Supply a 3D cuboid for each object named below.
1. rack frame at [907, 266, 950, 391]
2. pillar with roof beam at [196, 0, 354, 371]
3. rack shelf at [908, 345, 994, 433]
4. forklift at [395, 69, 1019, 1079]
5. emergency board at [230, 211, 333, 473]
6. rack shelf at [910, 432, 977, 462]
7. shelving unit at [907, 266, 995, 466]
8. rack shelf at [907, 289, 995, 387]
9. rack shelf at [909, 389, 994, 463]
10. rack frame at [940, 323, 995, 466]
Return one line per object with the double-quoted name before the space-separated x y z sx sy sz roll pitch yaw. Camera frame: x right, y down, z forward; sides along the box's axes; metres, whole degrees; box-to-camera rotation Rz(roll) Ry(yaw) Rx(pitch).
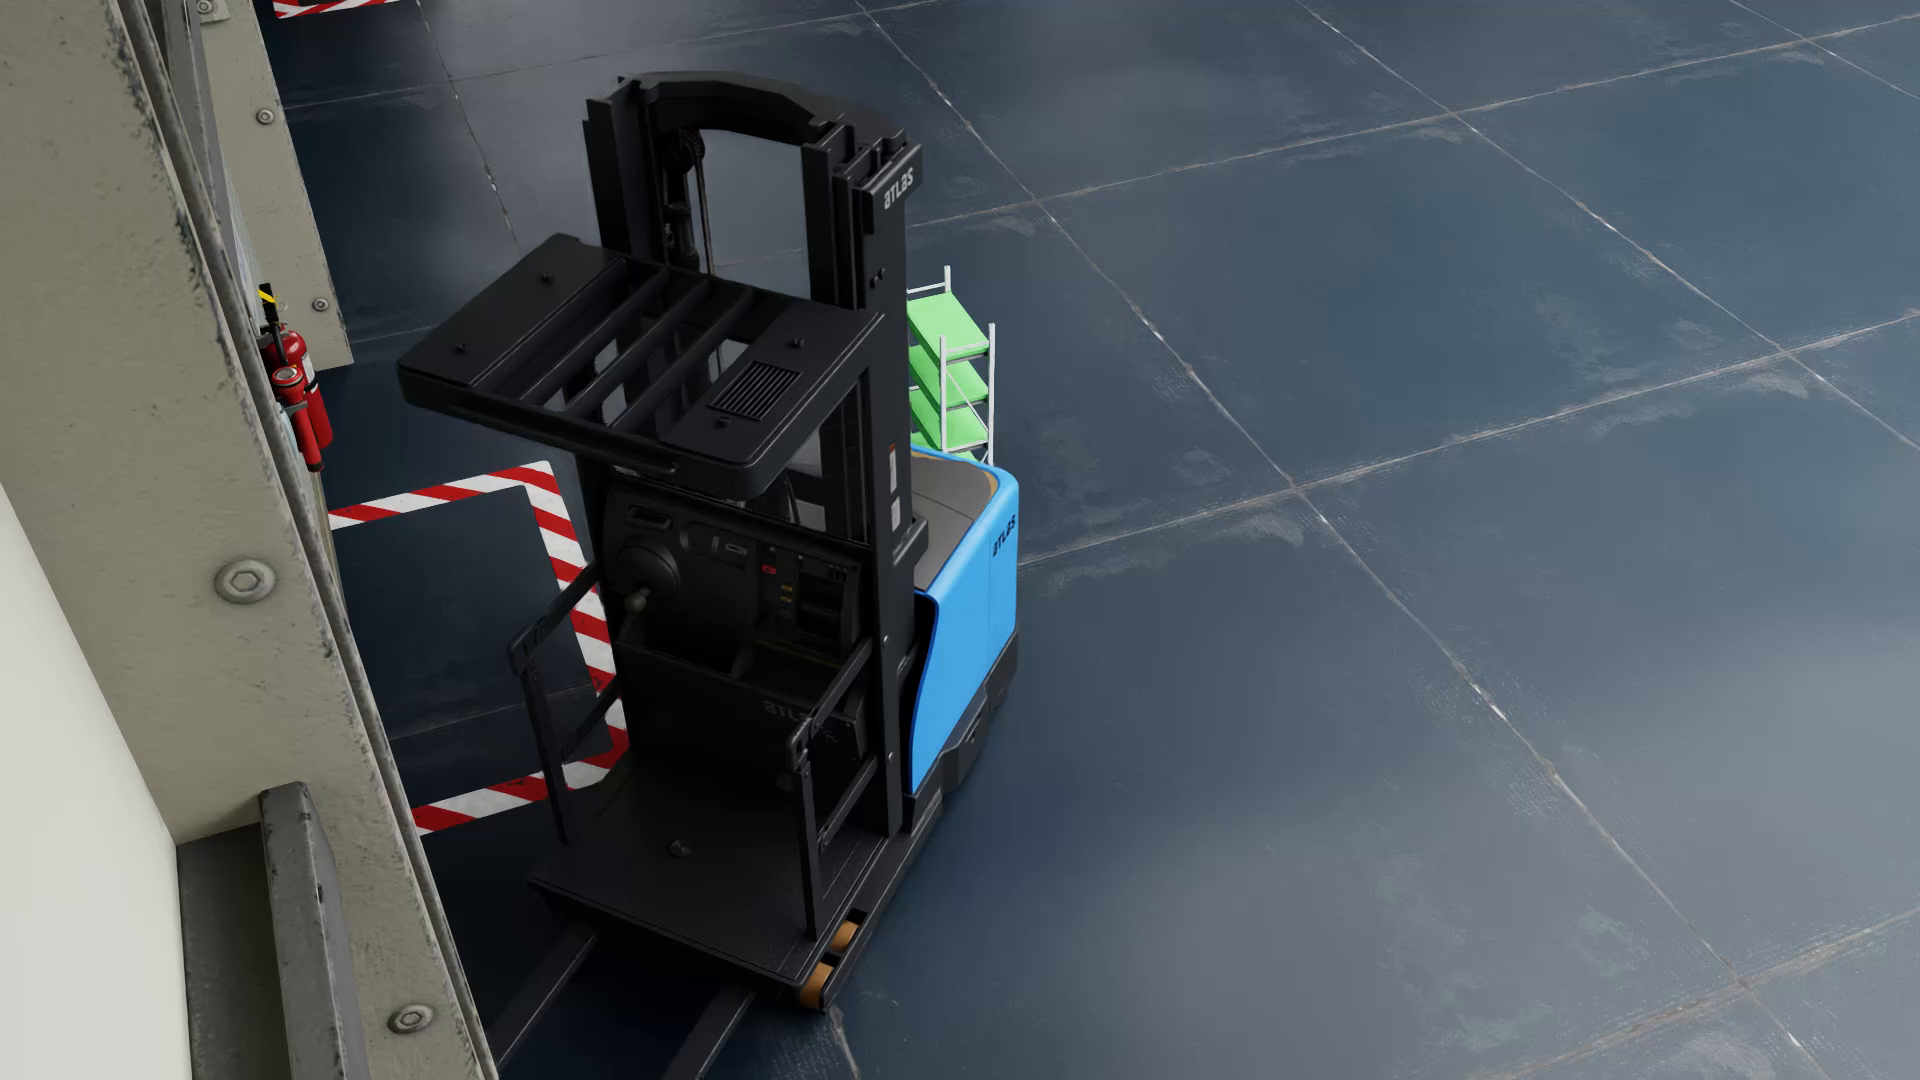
"rack frame" -0.157 -0.702 7.564 0.240 1.200 0.015 -15 43 -17
"pillar with roof beam" 0.569 -5.498 7.160 9.100 9.000 0.400 -15 43 -17
"rack shelf" -0.063 -0.688 7.279 0.258 0.148 0.480 -15 43 -17
"forklift" -0.825 0.193 5.196 1.130 2.935 3.031 16 43 18
"emergency board" -2.498 -0.651 6.125 0.194 1.169 0.643 -15 43 -17
"rack shelf" -0.063 -0.324 7.592 0.258 0.148 0.480 -15 43 -17
"shelving unit" -0.063 -0.555 7.393 0.258 1.200 0.503 -15 43 -17
"rack shelf" -0.063 -0.870 7.122 0.258 0.148 0.480 -15 43 -17
"rack shelf" -0.063 -0.506 7.435 0.258 0.148 0.480 -15 43 -17
"rack frame" 0.030 -0.408 7.222 0.240 1.200 0.015 -15 43 -17
